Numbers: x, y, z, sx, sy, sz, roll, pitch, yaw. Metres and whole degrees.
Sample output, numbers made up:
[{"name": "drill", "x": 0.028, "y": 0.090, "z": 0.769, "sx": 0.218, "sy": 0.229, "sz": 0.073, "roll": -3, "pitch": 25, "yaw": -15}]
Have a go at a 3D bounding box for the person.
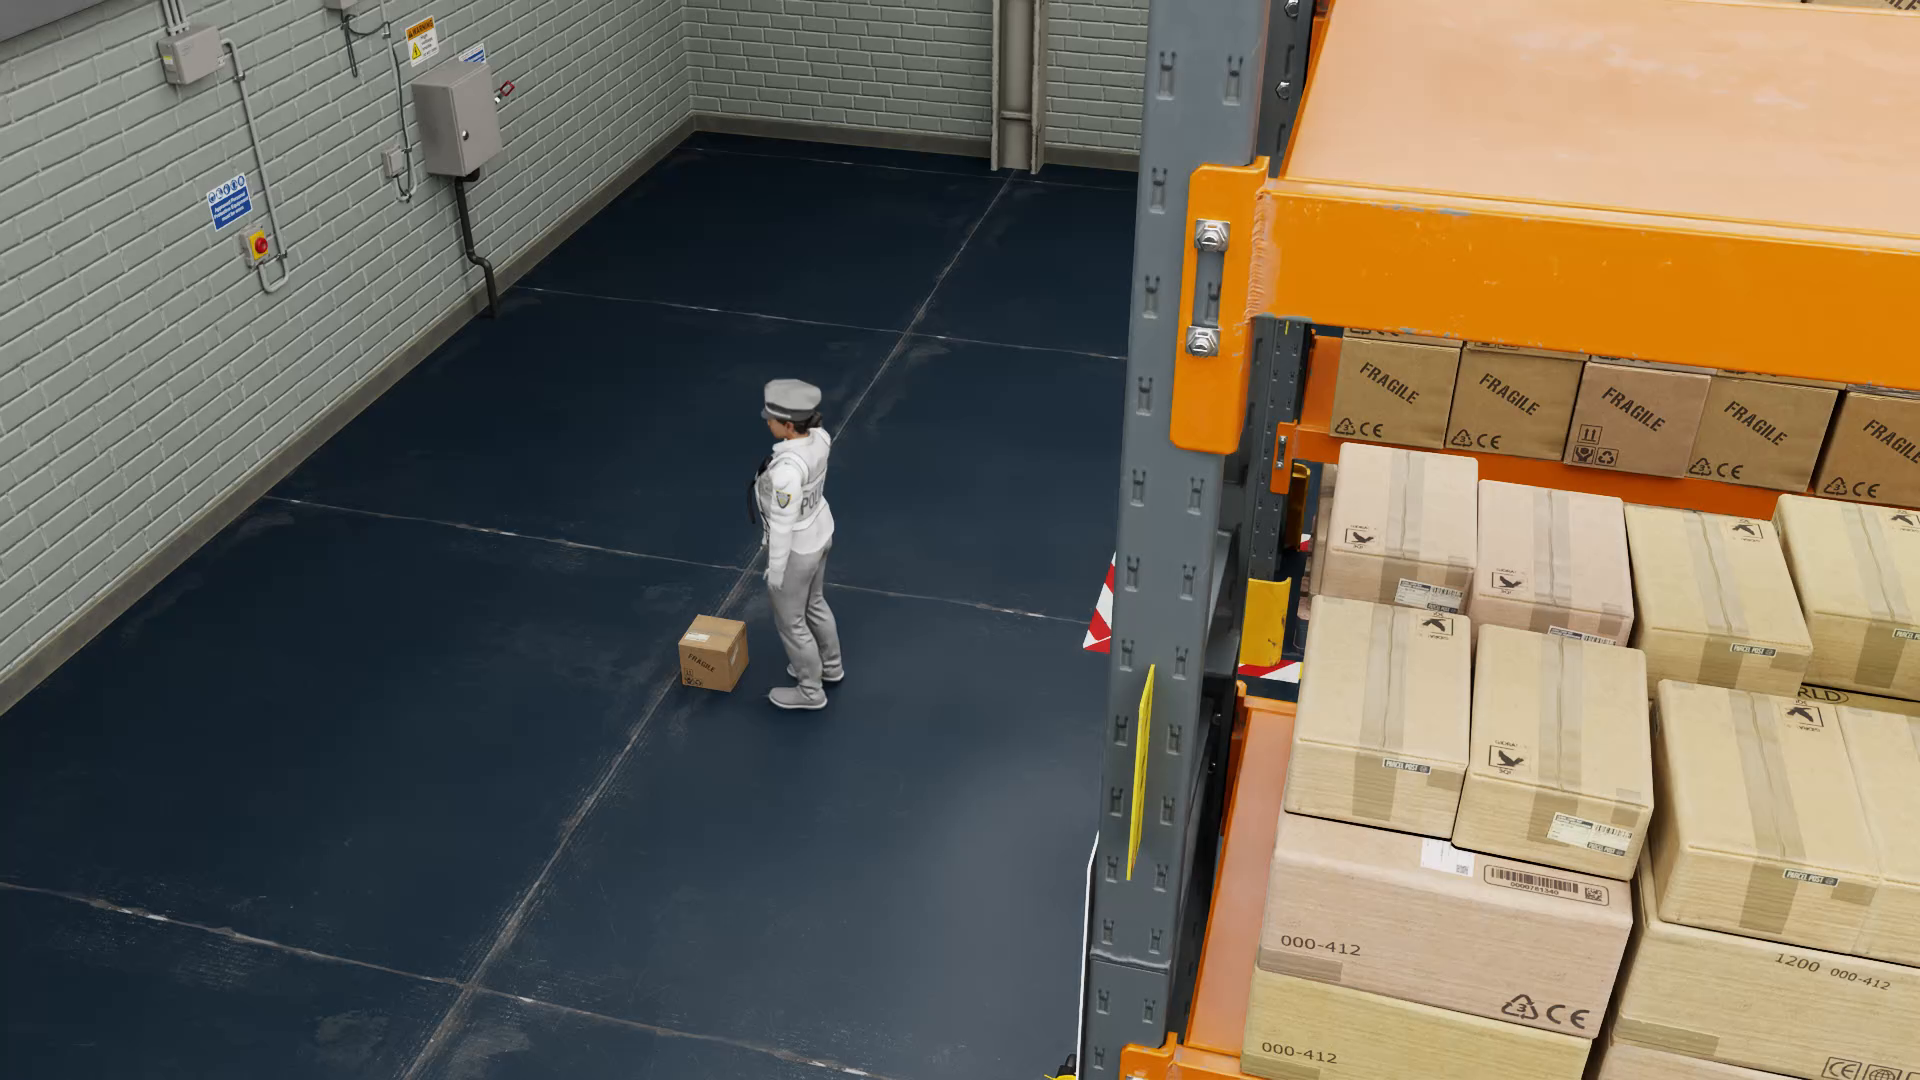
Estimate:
[{"name": "person", "x": -0.754, "y": 0.037, "z": 7.598, "sx": 0.329, "sy": 1.665, "sz": 0.467, "roll": 9, "pitch": 34, "yaw": 13}]
